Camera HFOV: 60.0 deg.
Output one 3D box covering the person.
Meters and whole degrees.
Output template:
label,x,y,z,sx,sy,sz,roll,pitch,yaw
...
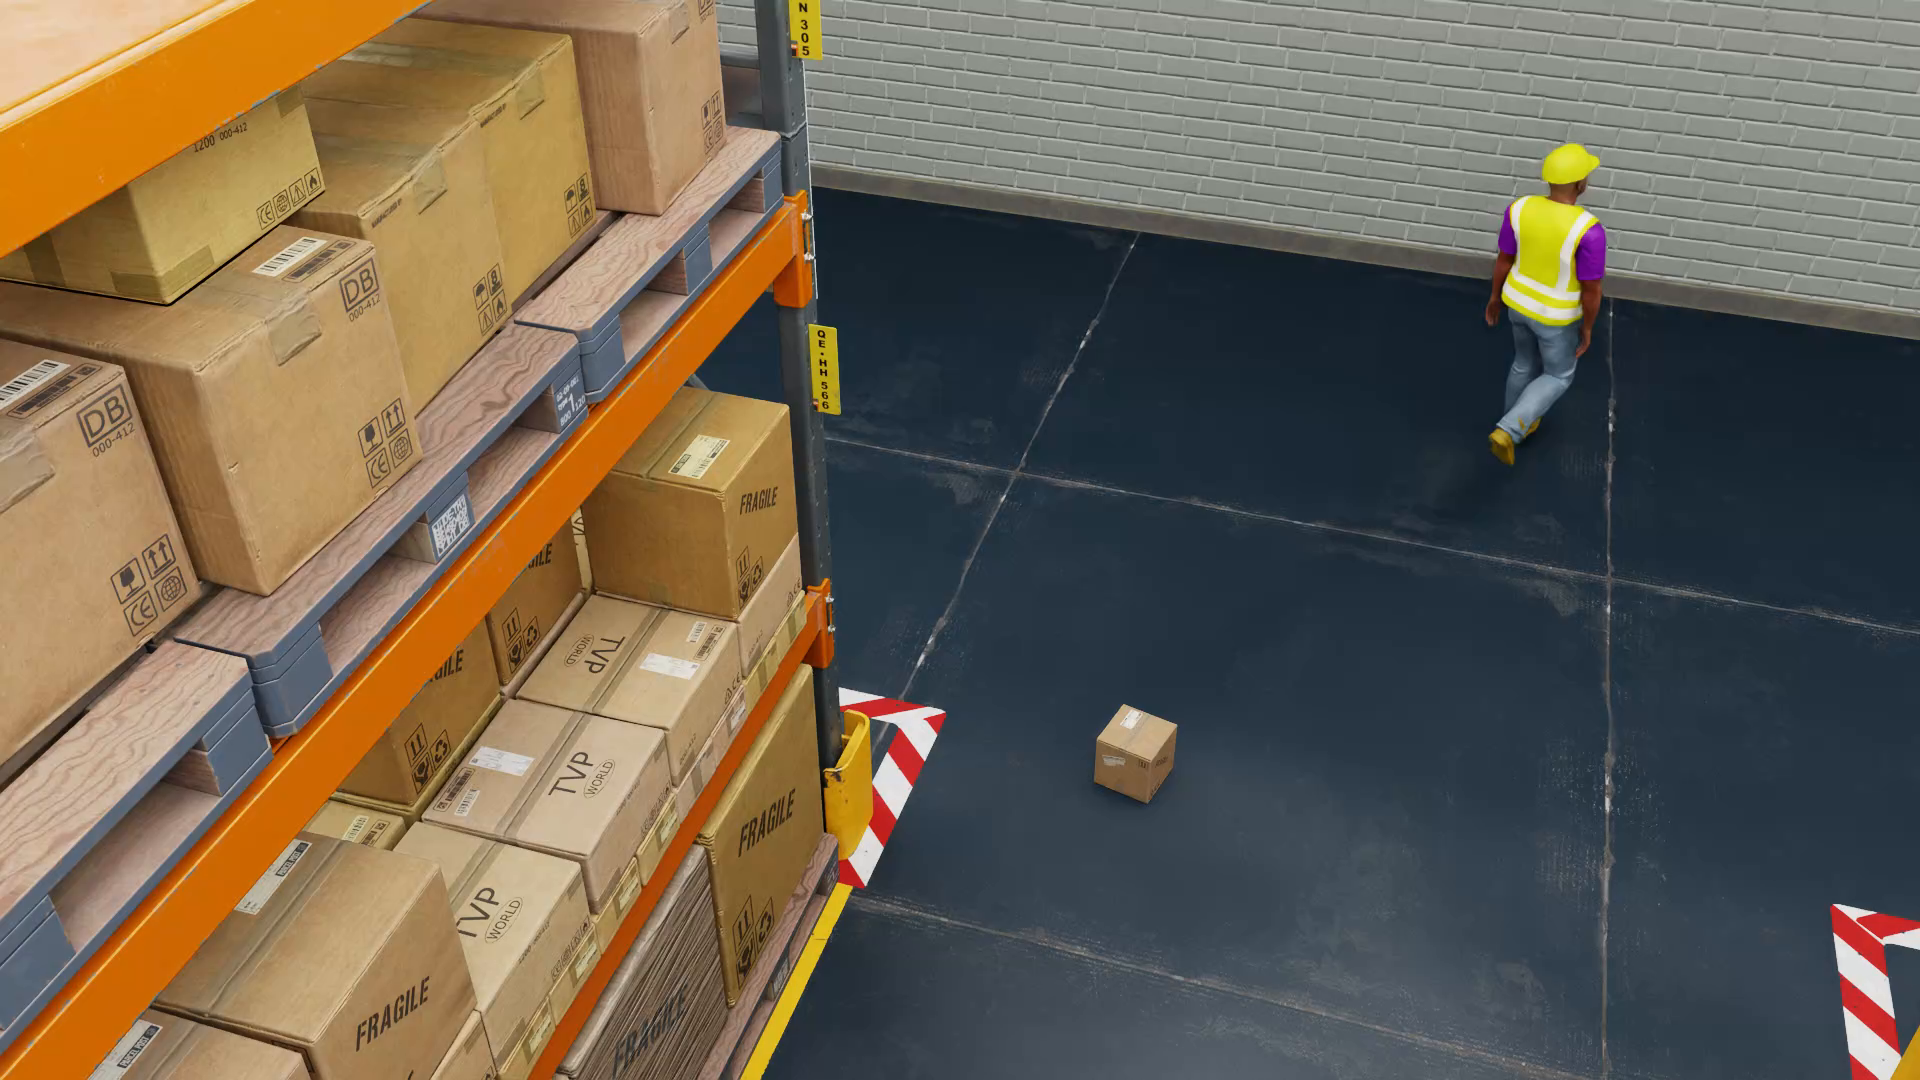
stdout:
label,x,y,z,sx,sy,sz,roll,pitch,yaw
person,2.944,-1.170,8.417,0.738,1.748,0.589,-27,44,-31
